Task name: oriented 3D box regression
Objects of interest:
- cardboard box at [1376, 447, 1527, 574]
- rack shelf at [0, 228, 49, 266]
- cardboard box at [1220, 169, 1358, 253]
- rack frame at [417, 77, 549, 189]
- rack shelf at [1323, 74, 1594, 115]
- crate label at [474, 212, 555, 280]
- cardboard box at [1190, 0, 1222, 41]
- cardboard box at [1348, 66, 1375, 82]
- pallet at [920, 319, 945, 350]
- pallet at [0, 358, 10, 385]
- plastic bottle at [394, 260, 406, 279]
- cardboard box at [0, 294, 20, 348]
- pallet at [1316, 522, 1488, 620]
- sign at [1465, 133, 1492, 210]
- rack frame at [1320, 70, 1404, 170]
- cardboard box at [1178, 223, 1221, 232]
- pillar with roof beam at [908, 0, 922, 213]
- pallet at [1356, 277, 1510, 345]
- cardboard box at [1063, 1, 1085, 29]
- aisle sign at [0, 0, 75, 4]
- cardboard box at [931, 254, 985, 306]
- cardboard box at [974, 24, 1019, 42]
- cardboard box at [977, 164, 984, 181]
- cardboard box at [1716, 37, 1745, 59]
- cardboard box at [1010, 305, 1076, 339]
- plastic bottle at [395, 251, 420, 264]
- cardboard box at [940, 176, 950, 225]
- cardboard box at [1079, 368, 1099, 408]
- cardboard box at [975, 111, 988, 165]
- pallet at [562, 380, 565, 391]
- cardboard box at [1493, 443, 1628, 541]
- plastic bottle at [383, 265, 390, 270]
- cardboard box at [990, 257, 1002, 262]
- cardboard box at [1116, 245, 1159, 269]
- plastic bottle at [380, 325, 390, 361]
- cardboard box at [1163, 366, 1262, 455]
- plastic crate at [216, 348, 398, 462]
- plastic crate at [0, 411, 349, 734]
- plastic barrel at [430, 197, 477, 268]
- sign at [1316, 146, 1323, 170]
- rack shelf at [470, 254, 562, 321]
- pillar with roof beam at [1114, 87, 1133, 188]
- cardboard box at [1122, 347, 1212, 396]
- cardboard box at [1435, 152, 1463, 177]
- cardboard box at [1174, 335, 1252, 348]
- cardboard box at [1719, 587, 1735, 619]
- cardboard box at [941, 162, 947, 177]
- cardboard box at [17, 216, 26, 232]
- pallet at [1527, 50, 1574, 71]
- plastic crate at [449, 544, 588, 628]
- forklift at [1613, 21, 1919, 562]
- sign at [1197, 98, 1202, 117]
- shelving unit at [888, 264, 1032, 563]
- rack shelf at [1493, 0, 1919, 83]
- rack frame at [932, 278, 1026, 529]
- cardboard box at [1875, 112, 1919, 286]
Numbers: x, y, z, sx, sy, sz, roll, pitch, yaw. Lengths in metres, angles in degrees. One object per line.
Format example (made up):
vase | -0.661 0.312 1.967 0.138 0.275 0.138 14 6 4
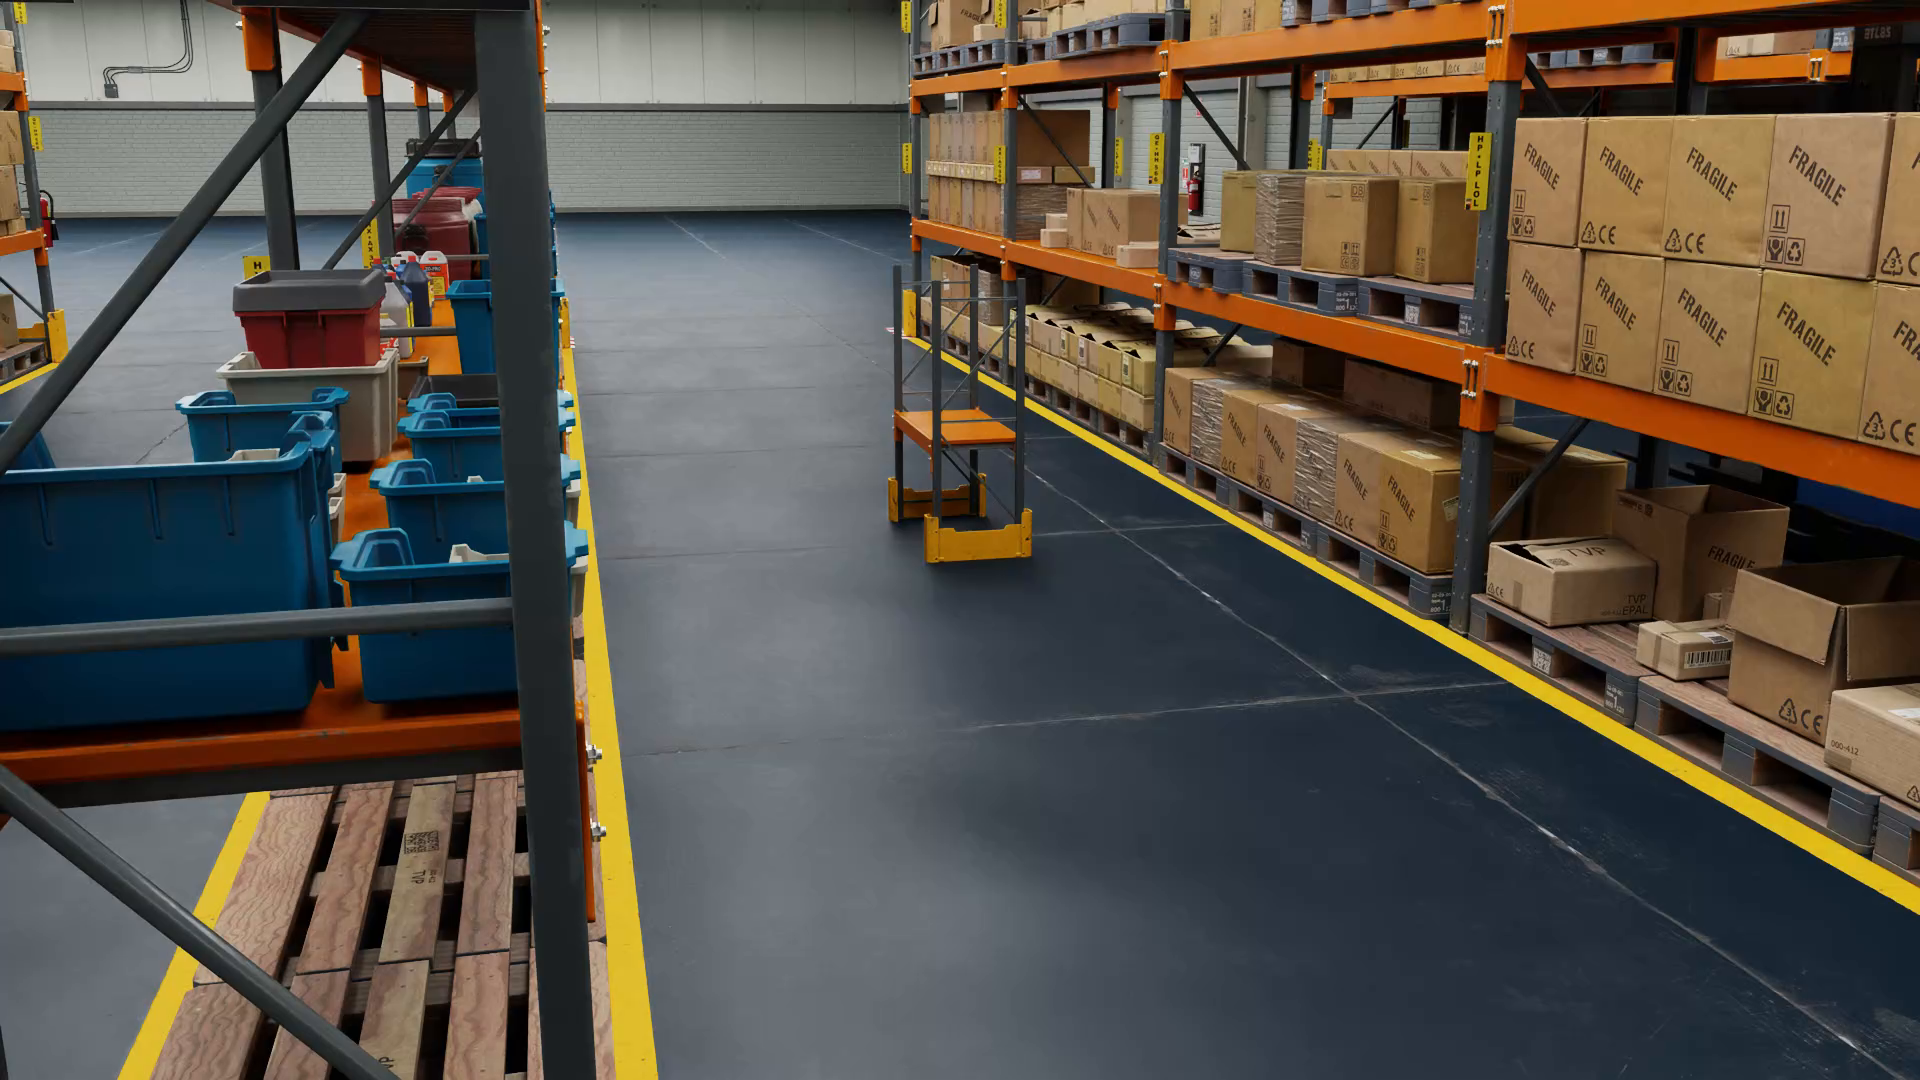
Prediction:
cardboard box | 2.376 -0.153 8.073 0.500 0.500 0.500 -3 14 -13
rack shelf | -9.208 -2.462 14.700 1.077 0.370 4.000 -3 14 -13
cardboard box | 2.089 -2.092 10.575 0.700 0.500 0.500 -9 16 -32
rack frame | -3.924 -2.626 13.856 1.000 3.000 0.127 -3 14 -13
rack shelf | 5.236 -4.747 17.734 1.077 0.370 4.000 -3 14 -13
crate label | -2.955 -1.965 11.074 0.502 0.435 0.616 -3 14 -13
cardboard box | 1.966 -3.386 10.433 0.910 0.500 0.500 -3 14 -13
cardboard box | 4.694 -5.400 18.635 0.500 0.500 0.500 -2 14 -9
pallet | 0.173 -2.296 18.378 1.003 0.211 1.213 -3 14 -13
pallet | -9.221 -1.430 14.837 1.003 0.211 1.213 -3 14 -13
plastic bottle | -3.029 -1.391 9.073 0.097 0.271 0.097 0 14 0
cardboard box | -9.547 -2.118 16.156 0.500 0.500 0.500 -1 14 -3
pallet | 2.543 0.113 8.519 1.003 0.211 1.213 -3 14 -13
sign | 2.232 -1.587 7.161 0.100 0.325 0.005 -3 14 -13
rack frame | 4.767 -4.101 19.893 1.000 3.000 0.127 -3 14 -13
cardboard box | 1.809 -2.152 12.105 0.500 0.311 0.500 -3 14 -14
pillar with roof beam | -5.458 -13.583 46.063 9.100 9.000 0.400 -3 14 -13
pallet | 2.689 -1.153 8.231 1.003 0.211 1.213 -3 14 -13
cardboard box | 1.159 -4.220 13.492 0.500 0.250 0.500 -5 15 -19
aisle sign | -1.374 -1.088 2.081 0.394 0.787 0.004 -3 14 -13
cardboard box | -0.019 -2.805 17.918 0.500 0.500 0.500 -3 14 -13
cardboard box | 0.343 -4.771 15.666 0.380 0.149 0.250 -3 14 -13
cardboard box | 0.382 -3.551 16.063 0.380 0.149 0.250 -3 14 -13
cardboard box | 6.431 -4.077 13.214 0.797 0.503 0.637 -1 14 -5
cardboard box | 0.747 -1.933 14.745 0.500 0.311 0.500 -3 14 -13
plastic bottle | -3.197 -1.525 9.611 0.152 0.276 0.135 -3 14 -13
cardboard box | 0.177 -3.643 17.809 0.700 0.500 0.500 -3 14 -12
cardboard box | 1.231 -1.190 12.884 0.500 0.250 0.500 -3 14 -12
cardboard box | 0.544 -3.914 16.184 0.700 0.500 0.500 -3 14 -13
pallet | -3.702 -1.093 13.454 1.003 0.211 1.213 -3 14 -13
cardboard box | 2.894 -0.180 8.185 0.500 0.500 0.500 -4 14 -16
plastic bottle | -3.002 -1.304 8.715 0.097 0.271 0.097 0 14 0
cardboard box | 0.617 -2.720 17.568 0.500 0.500 0.500 -3 14 -13
cardboard box | 1.351 -2.049 12.021 0.380 0.149 0.250 -3 14 -13
plastic bottle | -2.335 -0.768 6.670 0.097 0.201 0.097 0 14 0
cardboard box | 1.660 -0.857 10.955 0.500 0.500 0.500 -3 14 -11
plastic crate | -1.866 -0.390 4.825 0.437 0.282 0.530 -3 14 -13
plastic crate | -1.366 0.029 2.787 0.616 0.435 0.499 -3 14 -13
plastic barrel | -3.533 -2.080 11.386 0.421 0.512 0.421 0 14 0
sign | 4.239 -4.491 19.666 0.100 0.325 0.005 -3 14 -13
rack shelf | -3.454 -1.815 12.053 1.077 0.370 4.000 -3 14 -13
pillar with roof beam | -1.231 -9.430 29.066 9.100 9.000 0.400 -3 14 -13
cardboard box | 1.469 -1.226 11.854 0.500 0.311 0.500 -3 14 -12
cardboard box | 5.172 -3.686 16.888 0.500 0.500 0.500 -3 14 -14
cardboard box | 1.862 -1.377 12.471 0.500 0.311 0.500 -4 14 -15
cardboard box | 3.356 0.325 6.514 0.500 0.311 0.500 -3 14 -13
cardboard box | 0.014 -3.909 17.528 0.380 0.149 0.250 -4 14 -14
cardboard box | -9.410 -3.097 16.311 0.380 0.149 0.250 -3 14 -13
pallet | 5.747 -4.396 15.175 1.213 0.211 1.003 -3 14 -13
plastic crate | -0.839 0.087 3.179 0.250 0.136 0.298 -3 14 -13
forklift | 4.914 -1.460 9.228 1.130 2.935 3.031 -3 14 -12
sign | 3.914 -7.078 27.192 0.001 0.298 0.199 -3 14 -13
shelving unit | -0.018 -0.746 9.321 0.587 1.500 1.083 -3 14 -13
rack shelf | 3.240 -1.702 5.269 1.077 0.370 4.000 -3 14 -13
rack frame | 0.099 -0.631 8.850 0.500 1.500 0.032 -3 14 -13
cardboard box | 3.092 -0.991 4.844 0.500 0.500 0.500 -3 14 -12
